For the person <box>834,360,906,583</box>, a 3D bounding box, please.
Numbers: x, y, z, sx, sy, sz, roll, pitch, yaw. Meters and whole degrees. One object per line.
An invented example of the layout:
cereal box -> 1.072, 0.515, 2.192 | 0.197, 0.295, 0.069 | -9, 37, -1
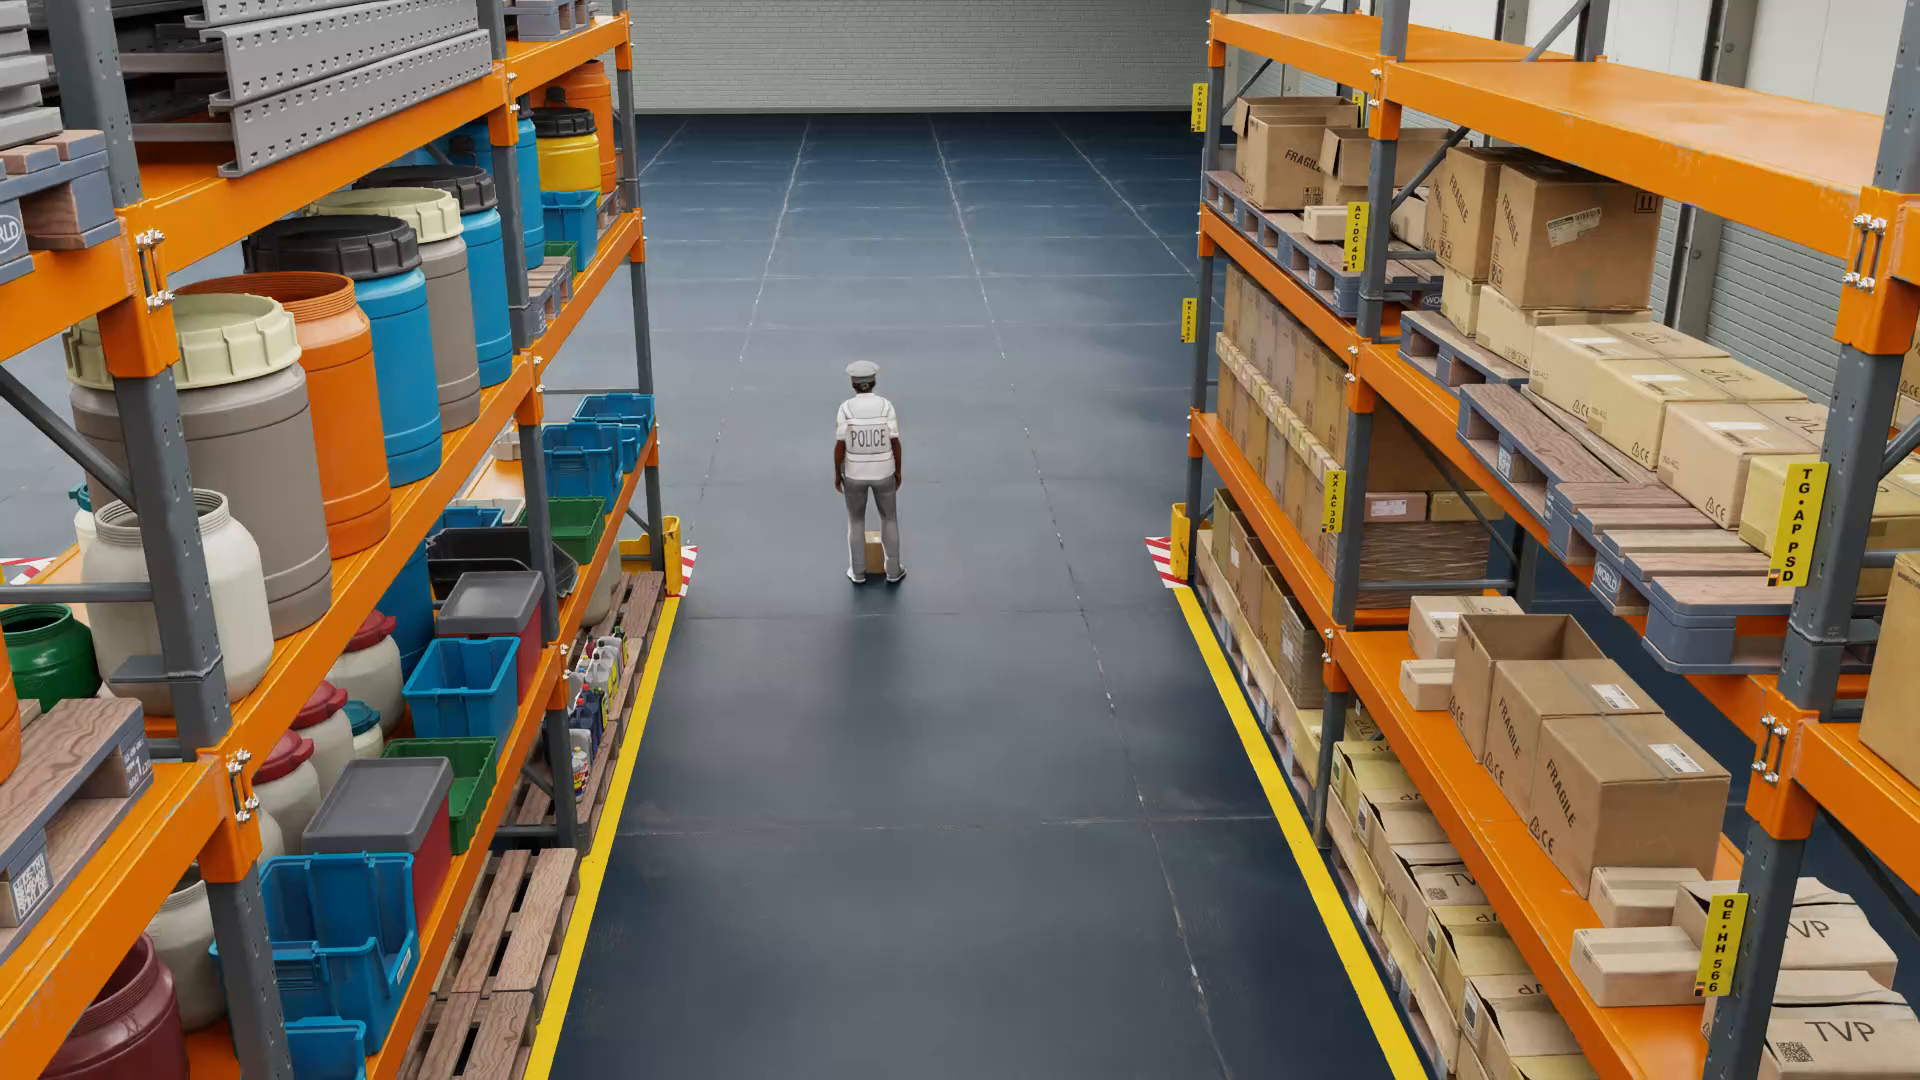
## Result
person -> -0.669, -0.485, 12.369 | 0.529, 1.663, 0.392 | -2, 21, -5
